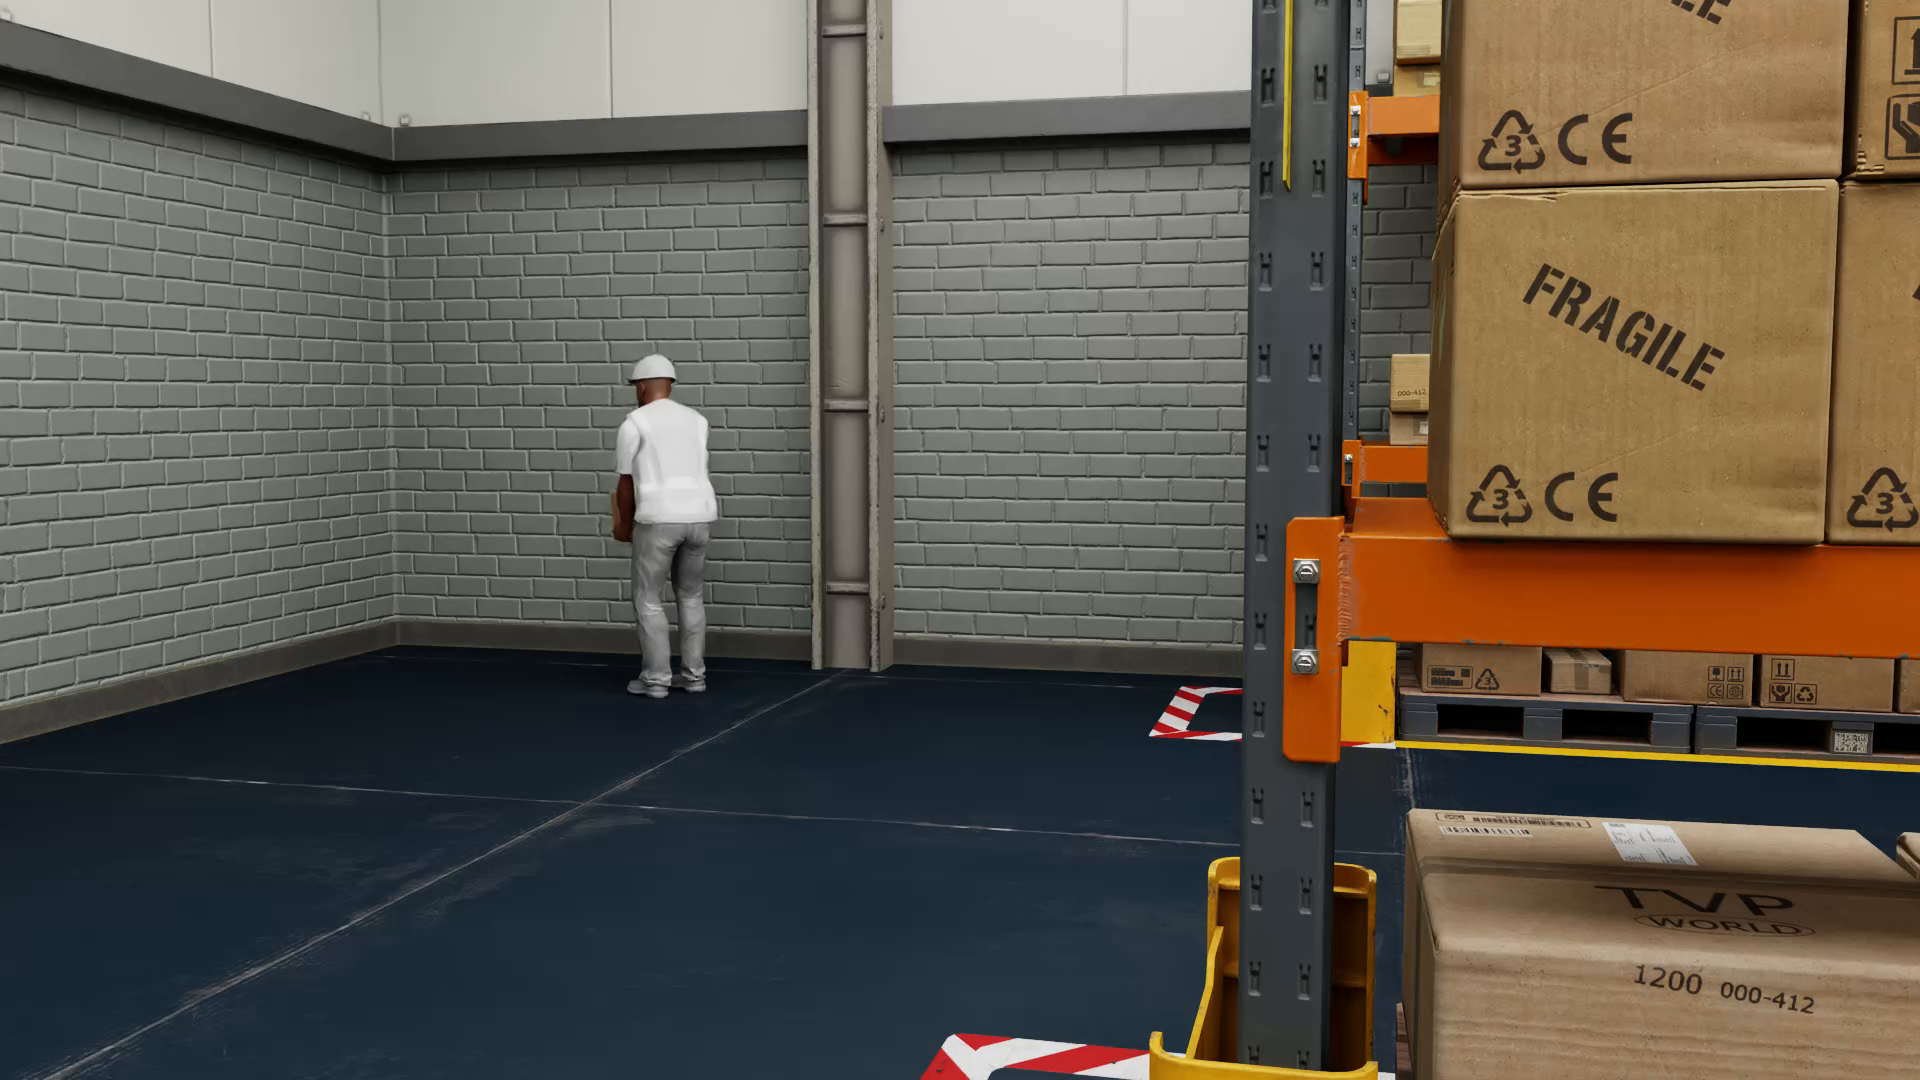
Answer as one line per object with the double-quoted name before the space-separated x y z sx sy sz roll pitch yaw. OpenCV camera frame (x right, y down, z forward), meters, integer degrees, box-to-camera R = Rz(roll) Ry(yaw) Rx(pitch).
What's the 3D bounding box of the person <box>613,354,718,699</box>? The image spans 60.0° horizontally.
"person" -1.538 -0.083 8.554 0.500 1.736 0.597 -4 6 -39
